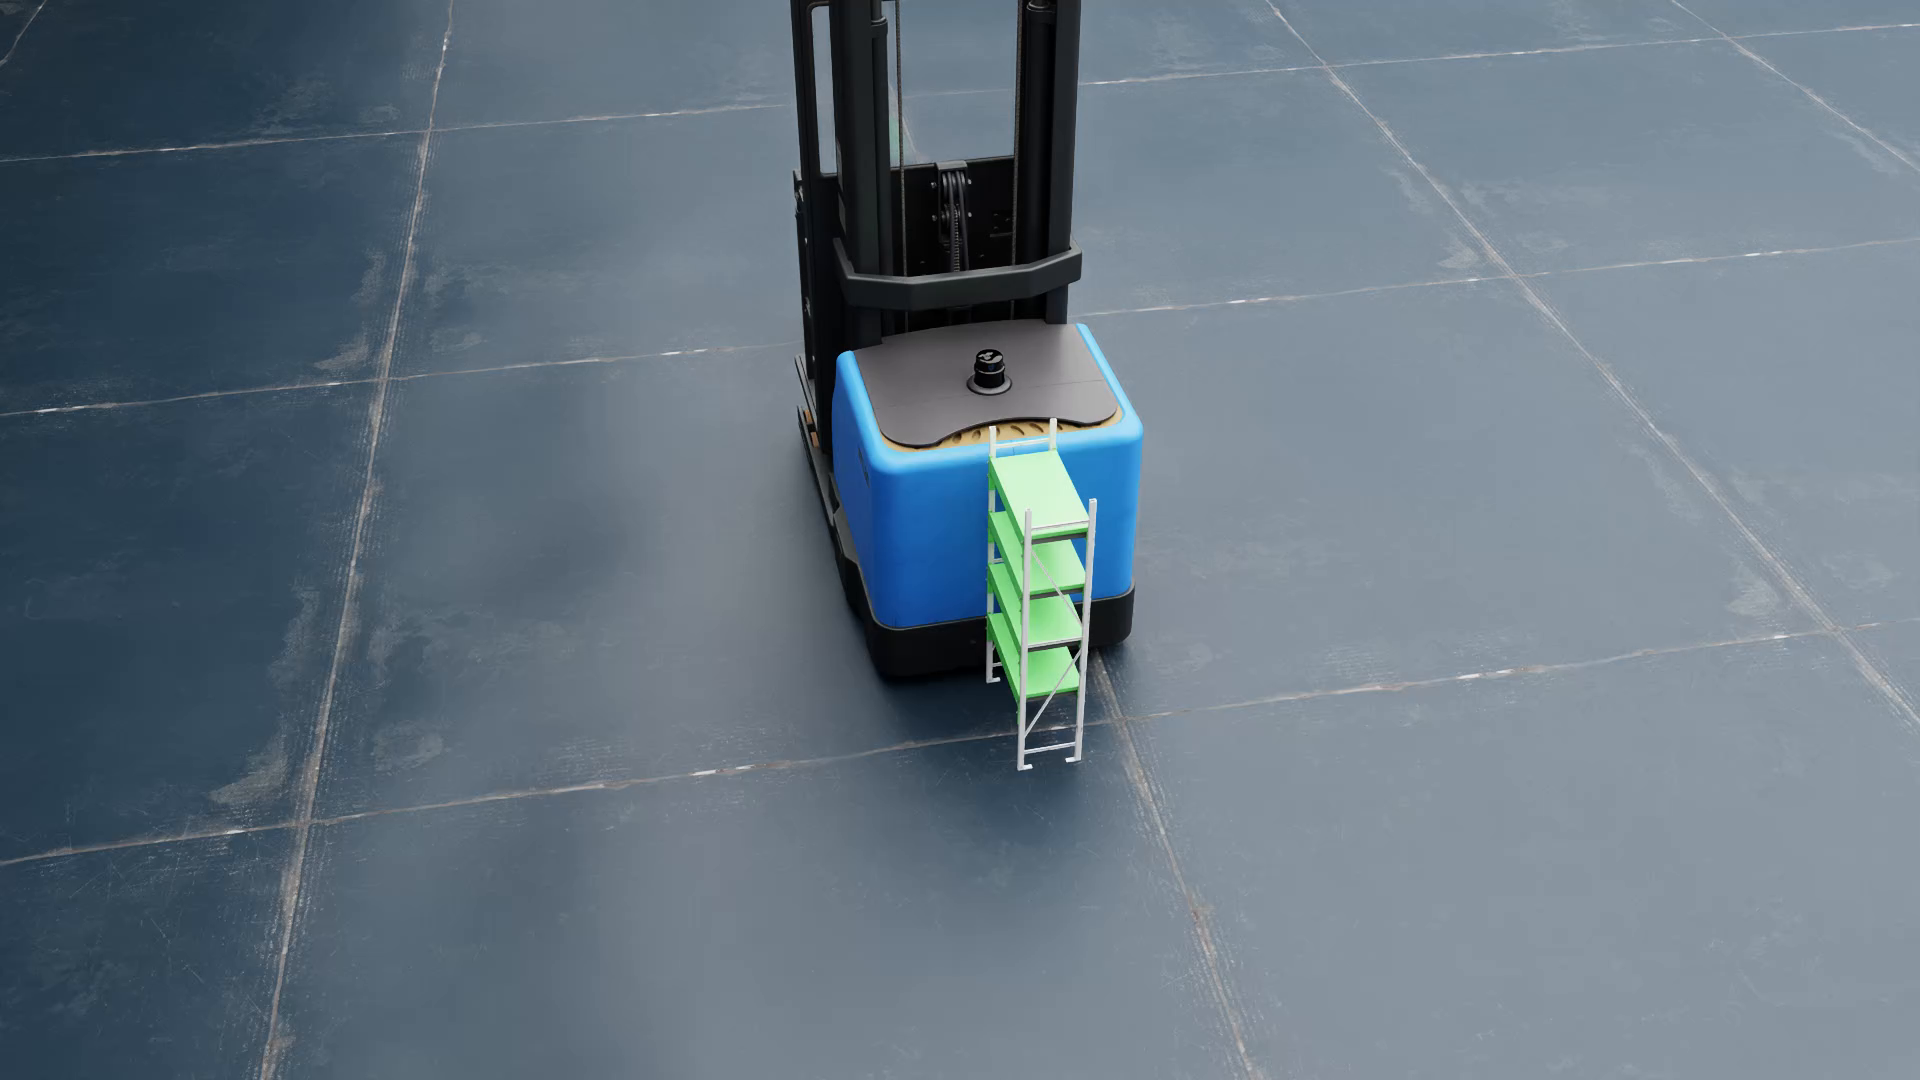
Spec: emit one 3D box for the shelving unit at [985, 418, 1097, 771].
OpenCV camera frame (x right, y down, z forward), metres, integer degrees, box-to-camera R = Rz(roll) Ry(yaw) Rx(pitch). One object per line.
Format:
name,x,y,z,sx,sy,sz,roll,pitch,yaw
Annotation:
shelving unit,0.276,0.213,5.998,0.258,1.200,0.503,-8,39,-10

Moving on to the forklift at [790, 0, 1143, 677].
forklift,-0.141,-1.534,6.836,1.130,2.935,3.031,-8,39,-10

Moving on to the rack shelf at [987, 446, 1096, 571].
rack shelf,0.276,-0.115,5.742,0.258,0.148,0.480,-8,39,-10

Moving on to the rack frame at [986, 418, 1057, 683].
rack frame,0.221,0.067,6.185,0.240,1.200,0.015,-8,39,-10

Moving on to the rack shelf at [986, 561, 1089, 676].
rack shelf,0.276,0.264,6.037,0.258,0.148,0.480,-8,39,-10

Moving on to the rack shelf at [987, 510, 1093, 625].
rack shelf,0.276,0.074,5.890,0.258,0.148,0.480,-8,39,-10

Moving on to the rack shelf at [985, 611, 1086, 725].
rack shelf,0.276,0.453,6.184,0.258,0.148,0.480,-8,39,-10

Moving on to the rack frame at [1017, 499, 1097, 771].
rack frame,0.331,0.359,5.810,0.240,1.200,0.015,-8,39,-10
